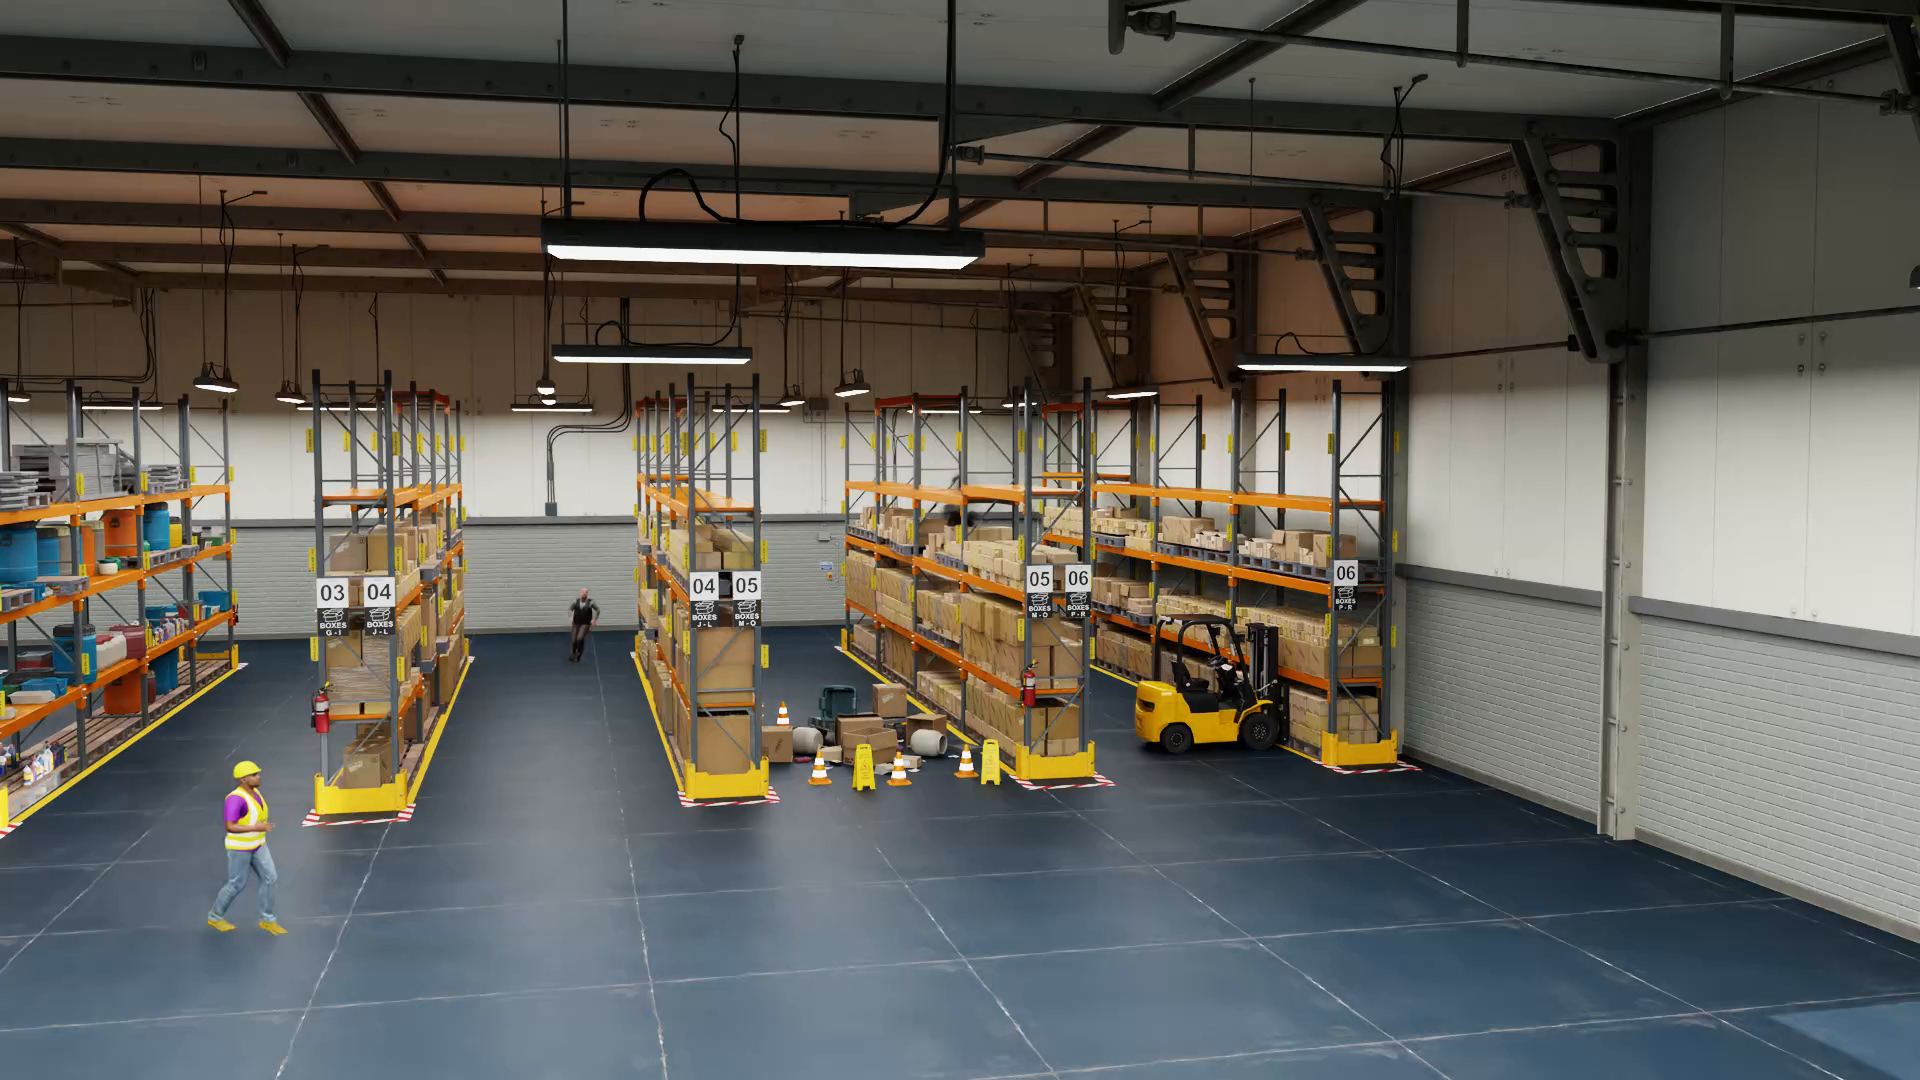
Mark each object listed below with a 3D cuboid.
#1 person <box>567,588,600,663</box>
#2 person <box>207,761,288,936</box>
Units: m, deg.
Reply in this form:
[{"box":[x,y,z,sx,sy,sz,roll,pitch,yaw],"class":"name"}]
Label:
[{"box":[-8.692,2.059,38.251,0.723,1.519,0.658,0,3,5],"class":"person"},{"box":[-7.267,3.149,16.871,0.800,1.818,0.678,0,3,9],"class":"person"}]
